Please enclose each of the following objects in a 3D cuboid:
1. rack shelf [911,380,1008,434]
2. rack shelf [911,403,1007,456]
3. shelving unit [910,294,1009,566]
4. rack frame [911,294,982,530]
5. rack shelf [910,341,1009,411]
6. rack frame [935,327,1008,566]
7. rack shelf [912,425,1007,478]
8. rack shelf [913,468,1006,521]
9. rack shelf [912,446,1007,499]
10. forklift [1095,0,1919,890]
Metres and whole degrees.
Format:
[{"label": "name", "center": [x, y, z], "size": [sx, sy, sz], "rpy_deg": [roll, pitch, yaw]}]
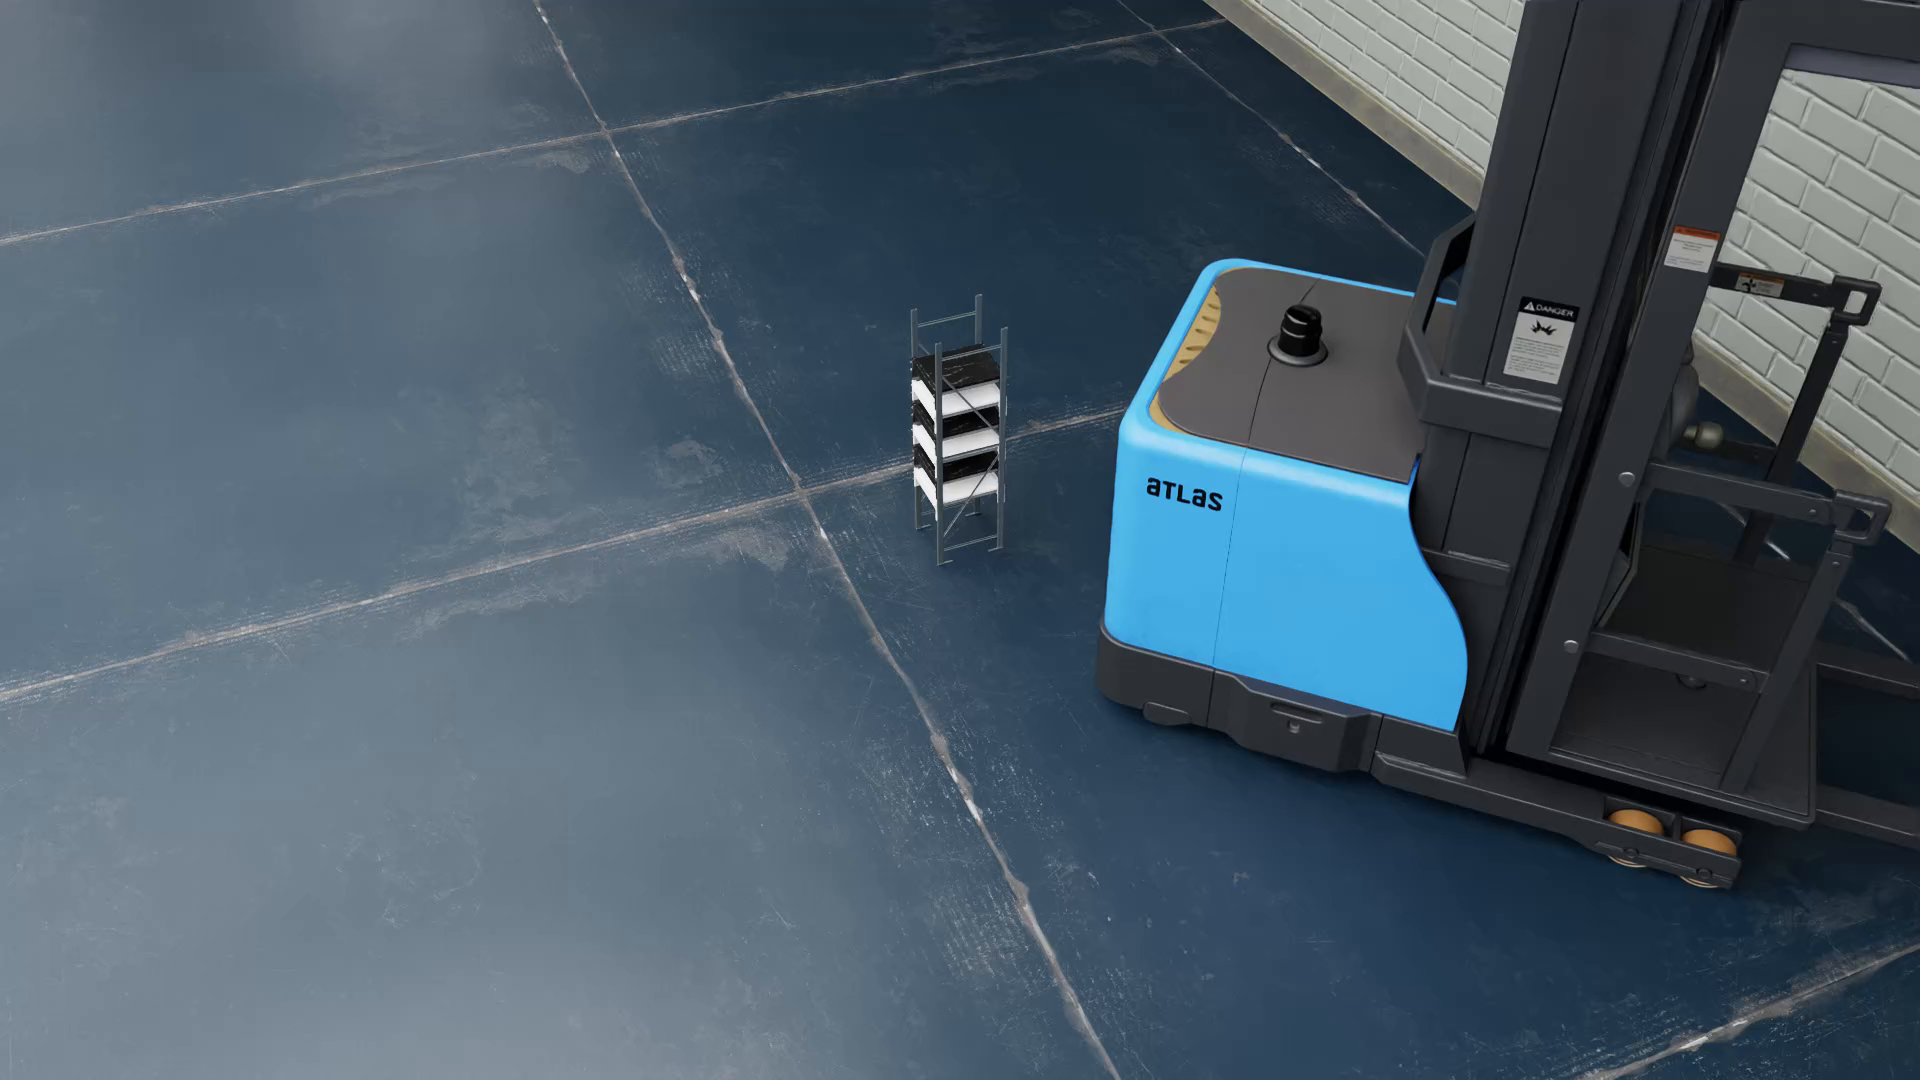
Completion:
[{"label": "rack shelf", "center": [-0.003, -0.457, 5.367], "size": [0.258, 0.077, 0.200], "rpy_deg": [-15, 43, -17]}, {"label": "rack shelf", "center": [-0.003, -0.389, 5.425], "size": [0.258, 0.077, 0.200], "rpy_deg": [-15, 43, -17]}, {"label": "shelving unit", "center": [-0.003, -0.346, 5.462], "size": [0.258, 0.900, 0.210], "rpy_deg": [-15, 43, -17]}, {"label": "rack frame", "center": [-0.042, -0.407, 5.534], "size": [0.240, 0.900, 0.006], "rpy_deg": [-15, 43, -17]}, {"label": "rack shelf", "center": [-0.003, -0.526, 5.308], "size": [0.258, 0.077, 0.200], "rpy_deg": [-15, 43, -17]}, {"label": "rack frame", "center": [0.036, -0.285, 5.391], "size": [0.240, 0.900, 0.006], "rpy_deg": [-15, 43, -17]}, {"label": "rack shelf", "center": [-0.003, -0.321, 5.484], "size": [0.258, 0.077, 0.200], "rpy_deg": [-15, 43, -17]}, {"label": "rack shelf", "center": [-0.003, -0.184, 5.601], "size": [0.258, 0.077, 0.200], "rpy_deg": [-15, 43, -17]}, {"label": "rack shelf", "center": [-0.003, -0.253, 5.543], "size": [0.258, 0.077, 0.200], "rpy_deg": [-15, 43, -17]}, {"label": "forklift", "center": [1.988, -0.540, 4.130], "size": [3.031, 2.935, 1.130], "rpy_deg": [14, 43, 16]}]
